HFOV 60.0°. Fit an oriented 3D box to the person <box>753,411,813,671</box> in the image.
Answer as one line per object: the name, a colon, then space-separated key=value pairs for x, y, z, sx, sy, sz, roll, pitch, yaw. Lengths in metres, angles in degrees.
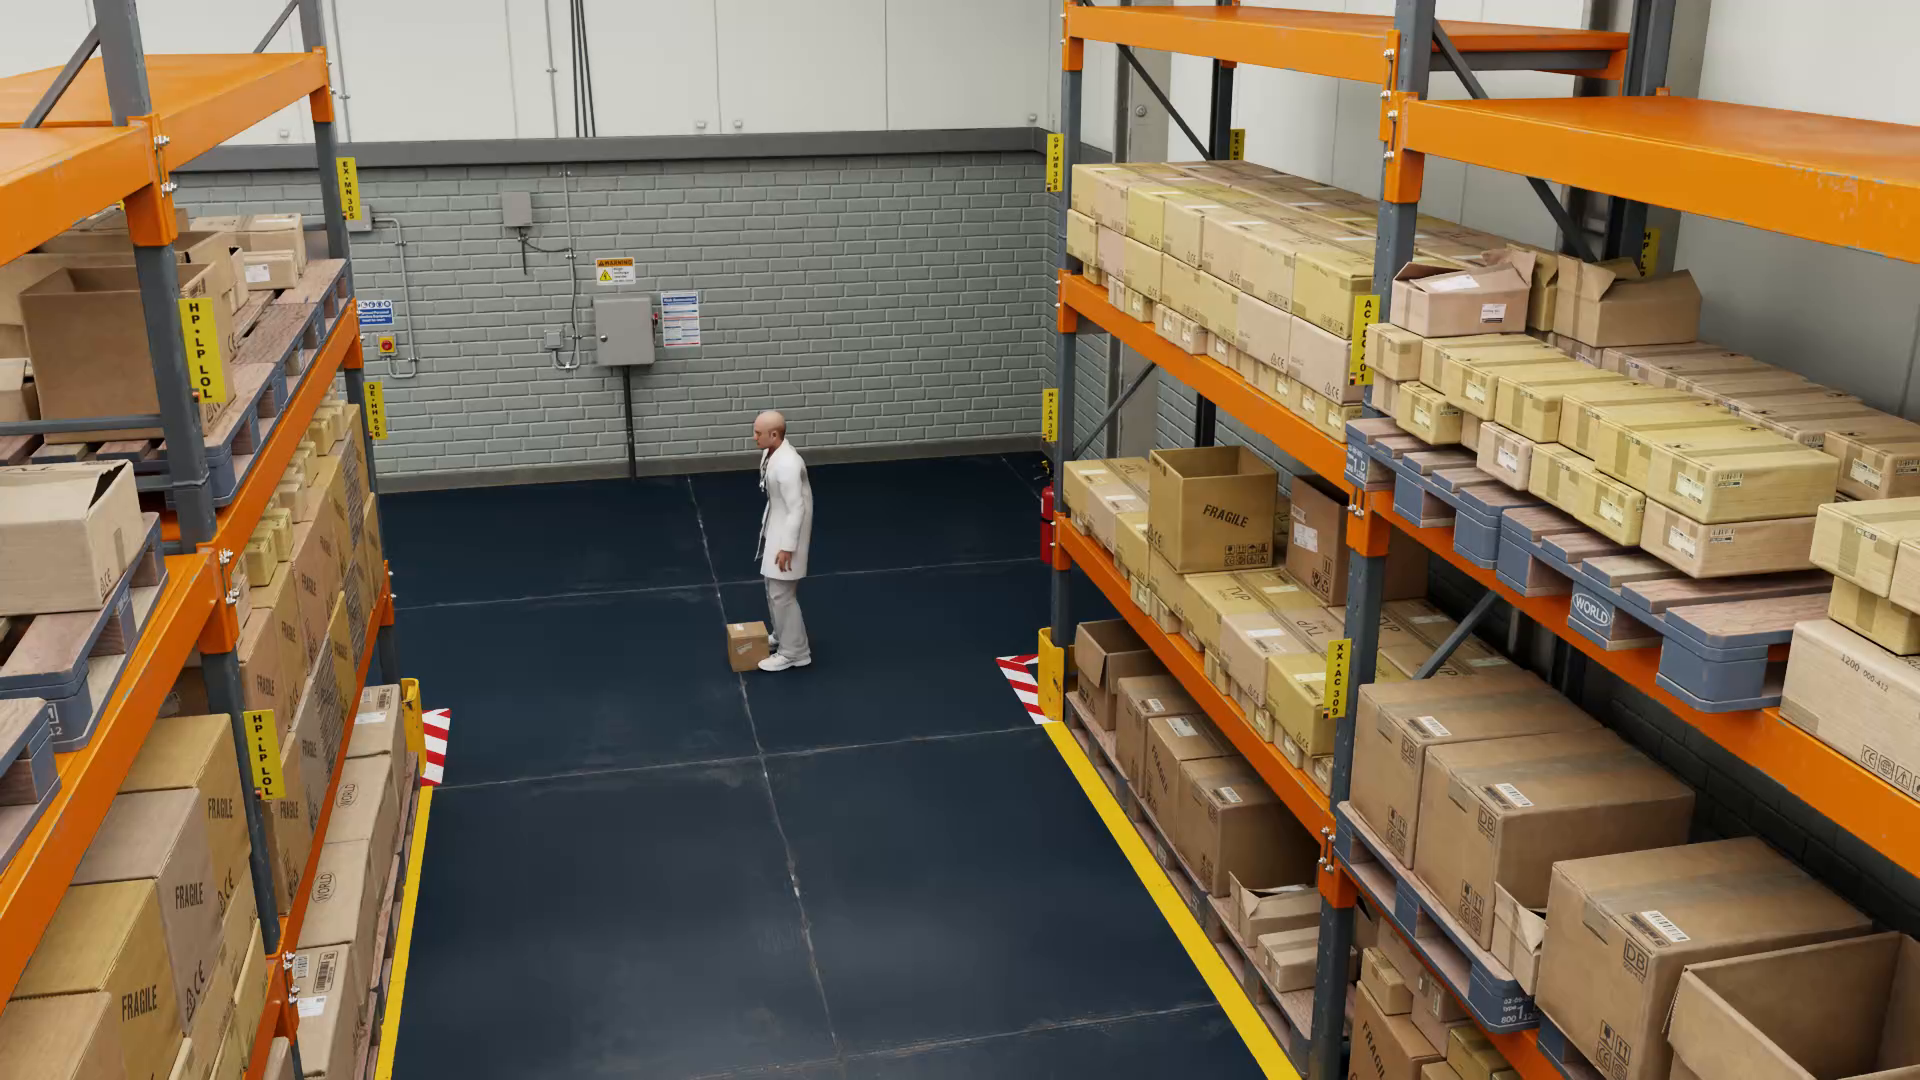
person: x=-1.197 y=-0.012 z=11.119 sx=0.423 sy=1.769 sz=0.653 roll=-6 pitch=20 yaw=-16
